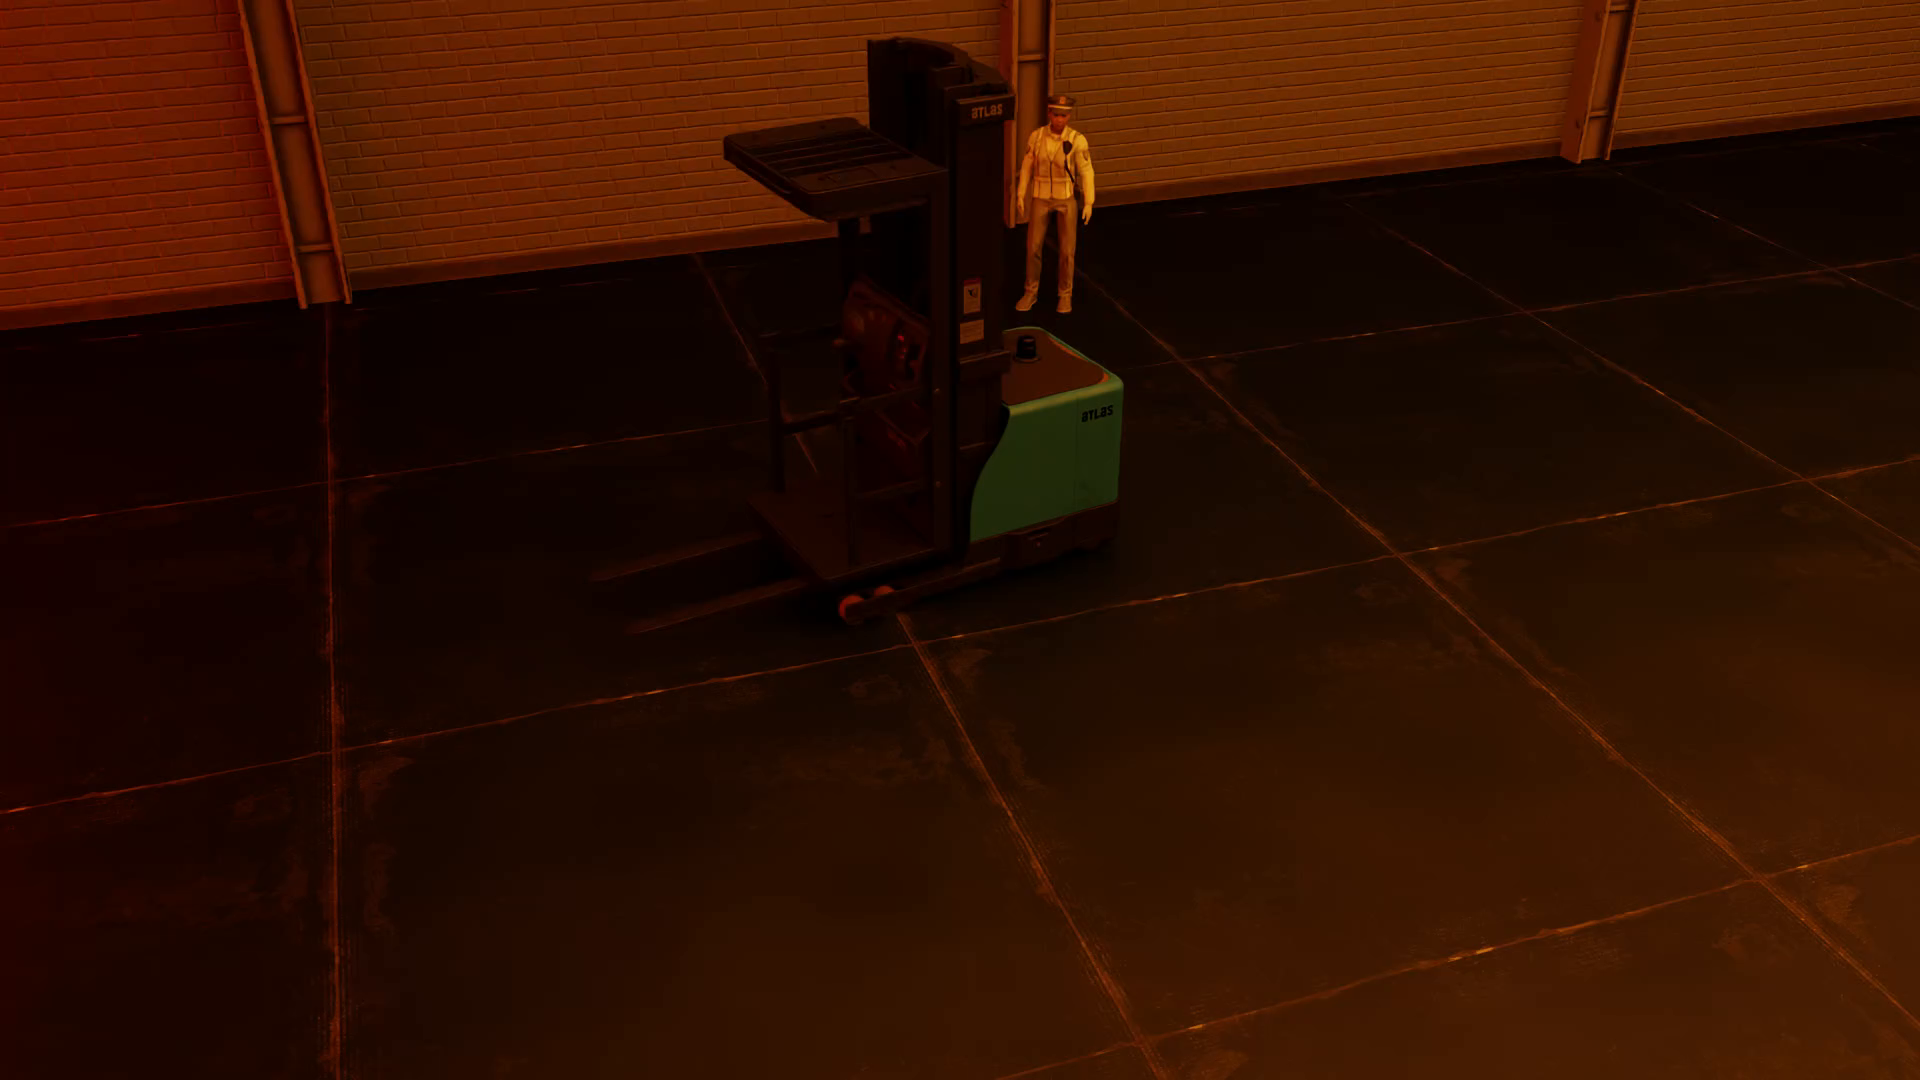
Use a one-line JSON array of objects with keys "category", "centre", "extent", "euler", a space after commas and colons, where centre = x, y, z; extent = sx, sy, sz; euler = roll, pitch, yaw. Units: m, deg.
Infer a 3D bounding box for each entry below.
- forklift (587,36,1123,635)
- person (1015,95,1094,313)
[{"category": "forklift", "centre": [-0.589, -1.098, 8.995], "extent": [3.031, 2.935, 1.130], "euler": [-16, 33, -25]}, {"category": "person", "centre": [0.730, -2.603, 12.863], "extent": [0.617, 1.685, 0.416], "euler": [7, 31, 12]}]
